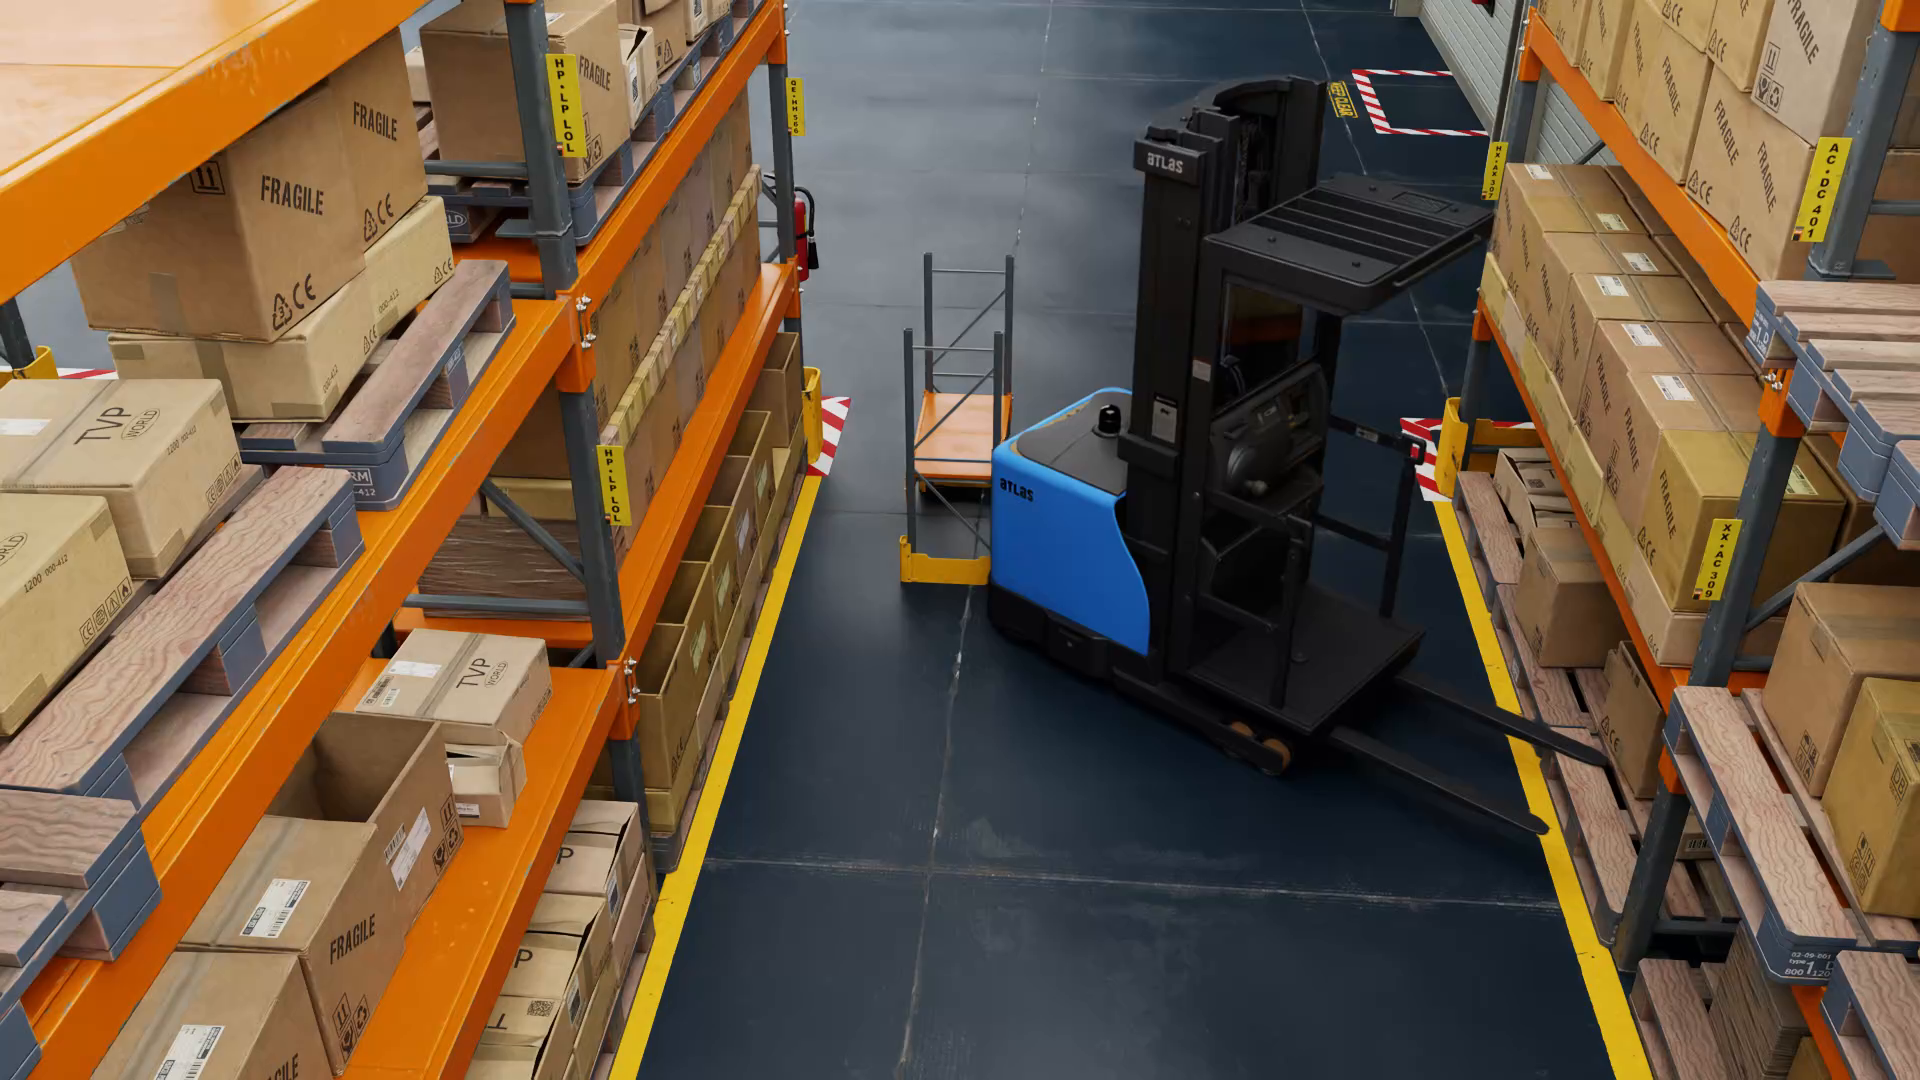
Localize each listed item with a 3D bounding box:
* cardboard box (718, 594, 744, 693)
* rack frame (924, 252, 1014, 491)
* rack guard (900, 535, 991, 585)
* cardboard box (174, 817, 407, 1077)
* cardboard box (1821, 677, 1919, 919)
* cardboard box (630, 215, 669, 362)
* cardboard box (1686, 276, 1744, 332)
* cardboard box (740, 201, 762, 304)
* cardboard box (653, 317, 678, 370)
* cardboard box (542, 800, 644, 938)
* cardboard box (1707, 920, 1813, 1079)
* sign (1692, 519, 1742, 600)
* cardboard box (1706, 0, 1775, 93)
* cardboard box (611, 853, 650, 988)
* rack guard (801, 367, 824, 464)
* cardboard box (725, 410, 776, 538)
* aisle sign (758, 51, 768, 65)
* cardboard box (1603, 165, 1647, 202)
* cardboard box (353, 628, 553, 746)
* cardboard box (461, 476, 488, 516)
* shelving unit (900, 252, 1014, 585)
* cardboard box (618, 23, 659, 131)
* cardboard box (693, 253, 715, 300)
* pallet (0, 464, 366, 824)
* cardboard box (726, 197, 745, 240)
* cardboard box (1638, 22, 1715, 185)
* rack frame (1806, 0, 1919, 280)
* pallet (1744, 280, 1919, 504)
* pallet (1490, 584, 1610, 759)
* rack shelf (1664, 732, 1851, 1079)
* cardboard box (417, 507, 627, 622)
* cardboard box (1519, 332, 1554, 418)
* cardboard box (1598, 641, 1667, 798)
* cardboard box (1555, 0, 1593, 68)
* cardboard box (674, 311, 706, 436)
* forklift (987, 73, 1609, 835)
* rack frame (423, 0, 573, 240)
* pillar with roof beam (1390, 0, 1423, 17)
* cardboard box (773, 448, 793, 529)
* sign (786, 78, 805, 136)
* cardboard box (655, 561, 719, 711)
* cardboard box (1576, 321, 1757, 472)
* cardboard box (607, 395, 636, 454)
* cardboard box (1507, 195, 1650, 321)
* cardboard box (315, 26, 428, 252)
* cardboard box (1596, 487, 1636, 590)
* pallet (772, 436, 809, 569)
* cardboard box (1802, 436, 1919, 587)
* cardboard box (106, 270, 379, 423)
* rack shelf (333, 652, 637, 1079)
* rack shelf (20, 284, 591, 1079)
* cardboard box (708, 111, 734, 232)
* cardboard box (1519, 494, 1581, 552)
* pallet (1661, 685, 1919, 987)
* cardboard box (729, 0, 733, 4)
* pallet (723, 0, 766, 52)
[{"bbox_3d":[-1.351,0.488,8.100,0.500,0.250,0.500,2,32,4],"label":"cardboard box"},{"bbox_3d":[0.048,-0.949,9.641,0.500,1.500,0.032,2,32,4],"label":"rack frame"},{"bbox_3d":[-0.034,0.114,9.107,0.587,0.250,0.087,2,32,4],"label":"rack guard"},{"bbox_3d":[-1.945,1.144,4.720,0.500,0.500,0.500,3,32,4],"label":"cardboard box"},{"bbox_3d":[3.026,0.784,4.884,0.700,0.500,0.500,6,32,9],"label":"cardboard box"},{"bbox_3d":[-1.672,-1.105,7.133,0.700,0.500,0.500,2,32,4],"label":"cardboard box"},{"bbox_3d":[3.524,-0.846,7.453,0.500,0.500,0.500,3,32,5],"label":"cardboard box"},{"bbox_3d":[-1.508,-1.643,9.241,0.700,0.500,0.500,2,32,4],"label":"cardboard box"},{"bbox_3d":[-1.467,-0.877,7.381,0.380,0.149,0.250,2,32,3],"label":"cardboard box"},{"bbox_3d":[-1.530,1.225,6.369,0.500,0.311,0.500,2,32,4],"label":"cardboard box"},{"bbox_3d":[3.111,1.720,5.843,0.700,0.500,0.500,3,32,6],"label":"cardboard box"},{"bbox_3d":[2.613,0.070,5.733,0.100,0.325,0.005,2,32,4],"label":"sign"},{"bbox_3d":[2.959,-1.858,5.760,0.500,0.500,0.500,4,32,7],"label":"cardboard box"},{"bbox_3d":[-1.528,1.469,6.508,0.500,0.250,0.500,2,32,4],"label":"cardboard box"},{"bbox_3d":[-1.455,-0.792,10.339,1.175,0.500,0.348,2,32,4],"label":"rack guard"},{"bbox_3d":[-1.271,-0.354,8.752,0.500,0.500,0.500,2,32,4],"label":"cardboard box"},{"bbox_3d":[-1.159,-2.972,9.016,0.394,0.787,0.004,2,32,4],"label":"aisle sign"},{"bbox_3d":[3.654,-1.642,8.745,0.500,0.500,0.500,2,32,3],"label":"cardboard box"},{"bbox_3d":[-1.780,0.571,5.887,0.500,0.250,0.500,4,32,7],"label":"cardboard box"},{"bbox_3d":[-1.974,-0.222,6.318,0.380,0.149,0.250,2,32,4],"label":"cardboard box"},{"bbox_3d":[0.006,-0.678,9.201,0.587,1.500,1.083,2,32,4],"label":"shelving unit"},{"bbox_3d":[-1.435,-1.764,6.226,0.500,0.311,0.500,1,32,1],"label":"cardboard box"},{"bbox_3d":[-1.403,-1.277,8.030,0.380,0.149,0.250,3,32,5],"label":"cardboard box"},{"bbox_3d":[-2.054,0.199,3.669,1.003,0.211,1.213,4,32,6],"label":"pallet"},{"bbox_3d":[-1.339,-1.684,8.690,0.380,0.149,0.250,2,32,3],"label":"cardboard box"},{"bbox_3d":[3.010,-1.700,6.457,0.500,0.500,0.500,1,32,2],"label":"cardboard box"},{"bbox_3d":[3.155,-2.096,4.355,1.000,3.000,0.127,2,32,4],"label":"rack frame"},{"bbox_3d":[2.998,-0.421,4.675,1.213,0.211,1.003,2,32,4],"label":"pallet"},{"bbox_3d":[3.271,0.652,8.271,1.003,0.211,1.213,2,32,4],"label":"pallet"},{"bbox_3d":[2.992,1.810,4.420,1.077,0.370,4.000,2,32,4],"label":"rack shelf"},{"bbox_3d":[-1.753,-0.027,6.620,0.700,0.500,0.500,2,32,3],"label":"cardboard box"},{"bbox_3d":[3.049,-0.799,8.091,0.500,0.250,0.500,2,32,3],"label":"cardboard box"},{"bbox_3d":[3.199,0.790,7.352,0.500,0.500,0.500,0,32,0],"label":"cardboard box"},{"bbox_3d":[3.125,-2.519,7.785,0.500,0.500,0.500,4,32,7],"label":"cardboard box"},{"bbox_3d":[-1.631,-0.833,7.928,0.700,0.500,0.500,3,32,5],"label":"cardboard box"},{"bbox_3d":[1.578,-0.464,7.489,3.031,2.935,1.130,25,40,35],"label":"forklift"},{"bbox_3d":[-1.783,-2.306,4.695,1.000,3.000,0.127,2,32,4],"label":"rack frame"},{"bbox_3d":[0.972,-10.244,17.575,9.100,9.000,0.400,2,32,4],"label":"pillar with roof beam"},{"bbox_3d":[-1.235,-0.297,9.373,0.500,0.250,0.500,2,32,4],"label":"cardboard box"},{"bbox_3d":[-0.918,-2.407,9.248,0.100,0.325,0.005,2,32,4],"label":"sign"},{"bbox_3d":[-1.400,0.430,7.480,0.500,0.500,0.500,2,32,4],"label":"cardboard box"},{"bbox_3d":[2.971,-0.591,7.039,0.500,0.500,0.500,2,32,3],"label":"cardboard box"},{"bbox_3d":[-1.528,-0.469,6.719,0.380,0.149,0.250,2,32,3],"label":"cardboard box"},{"bbox_3d":[3.092,-1.403,8.357,0.500,0.500,0.500,3,32,4],"label":"cardboard box"},{"bbox_3d":[-1.873,-1.142,4.694,0.500,0.500,0.500,3,32,5],"label":"cardboard box"},{"bbox_3d":[2.940,-0.008,6.808,0.500,0.250,0.500,3,32,4],"label":"cardboard box"},{"bbox_3d":[-1.478,-0.255,9.743,1.003,0.211,1.213,2,32,4],"label":"pallet"},{"bbox_3d":[3.401,-0.043,6.150,0.500,0.500,0.500,2,32,3],"label":"cardboard box"},{"bbox_3d":[-1.885,-0.535,4.423,0.500,0.250,0.500,0,32,-1],"label":"cardboard box"},{"bbox_3d":[-1.946,1.600,4.761,1.077,0.370,4.000,2,32,4],"label":"rack shelf"},{"bbox_3d":[-1.946,0.323,3.974,1.077,0.370,4.000,2,32,4],"label":"rack shelf"},{"bbox_3d":[-1.550,-1.892,8.410,0.700,0.500,0.500,2,32,3],"label":"cardboard box"},{"bbox_3d":[3.288,-0.021,8.848,0.500,0.311,0.500,5,32,8],"label":"cardboard box"},{"bbox_3d":[2.947,0.933,5.341,1.003,0.211,1.213,2,32,4],"label":"pallet"},{"bbox_3d":[-1.288,-2.682,7.773,0.500,0.250,0.500,2,32,4],"label":"cardboard box"},{"bbox_3d":[-1.541,-2.714,8.301,1.003,0.211,1.213,2,32,4],"label":"pallet"}]
